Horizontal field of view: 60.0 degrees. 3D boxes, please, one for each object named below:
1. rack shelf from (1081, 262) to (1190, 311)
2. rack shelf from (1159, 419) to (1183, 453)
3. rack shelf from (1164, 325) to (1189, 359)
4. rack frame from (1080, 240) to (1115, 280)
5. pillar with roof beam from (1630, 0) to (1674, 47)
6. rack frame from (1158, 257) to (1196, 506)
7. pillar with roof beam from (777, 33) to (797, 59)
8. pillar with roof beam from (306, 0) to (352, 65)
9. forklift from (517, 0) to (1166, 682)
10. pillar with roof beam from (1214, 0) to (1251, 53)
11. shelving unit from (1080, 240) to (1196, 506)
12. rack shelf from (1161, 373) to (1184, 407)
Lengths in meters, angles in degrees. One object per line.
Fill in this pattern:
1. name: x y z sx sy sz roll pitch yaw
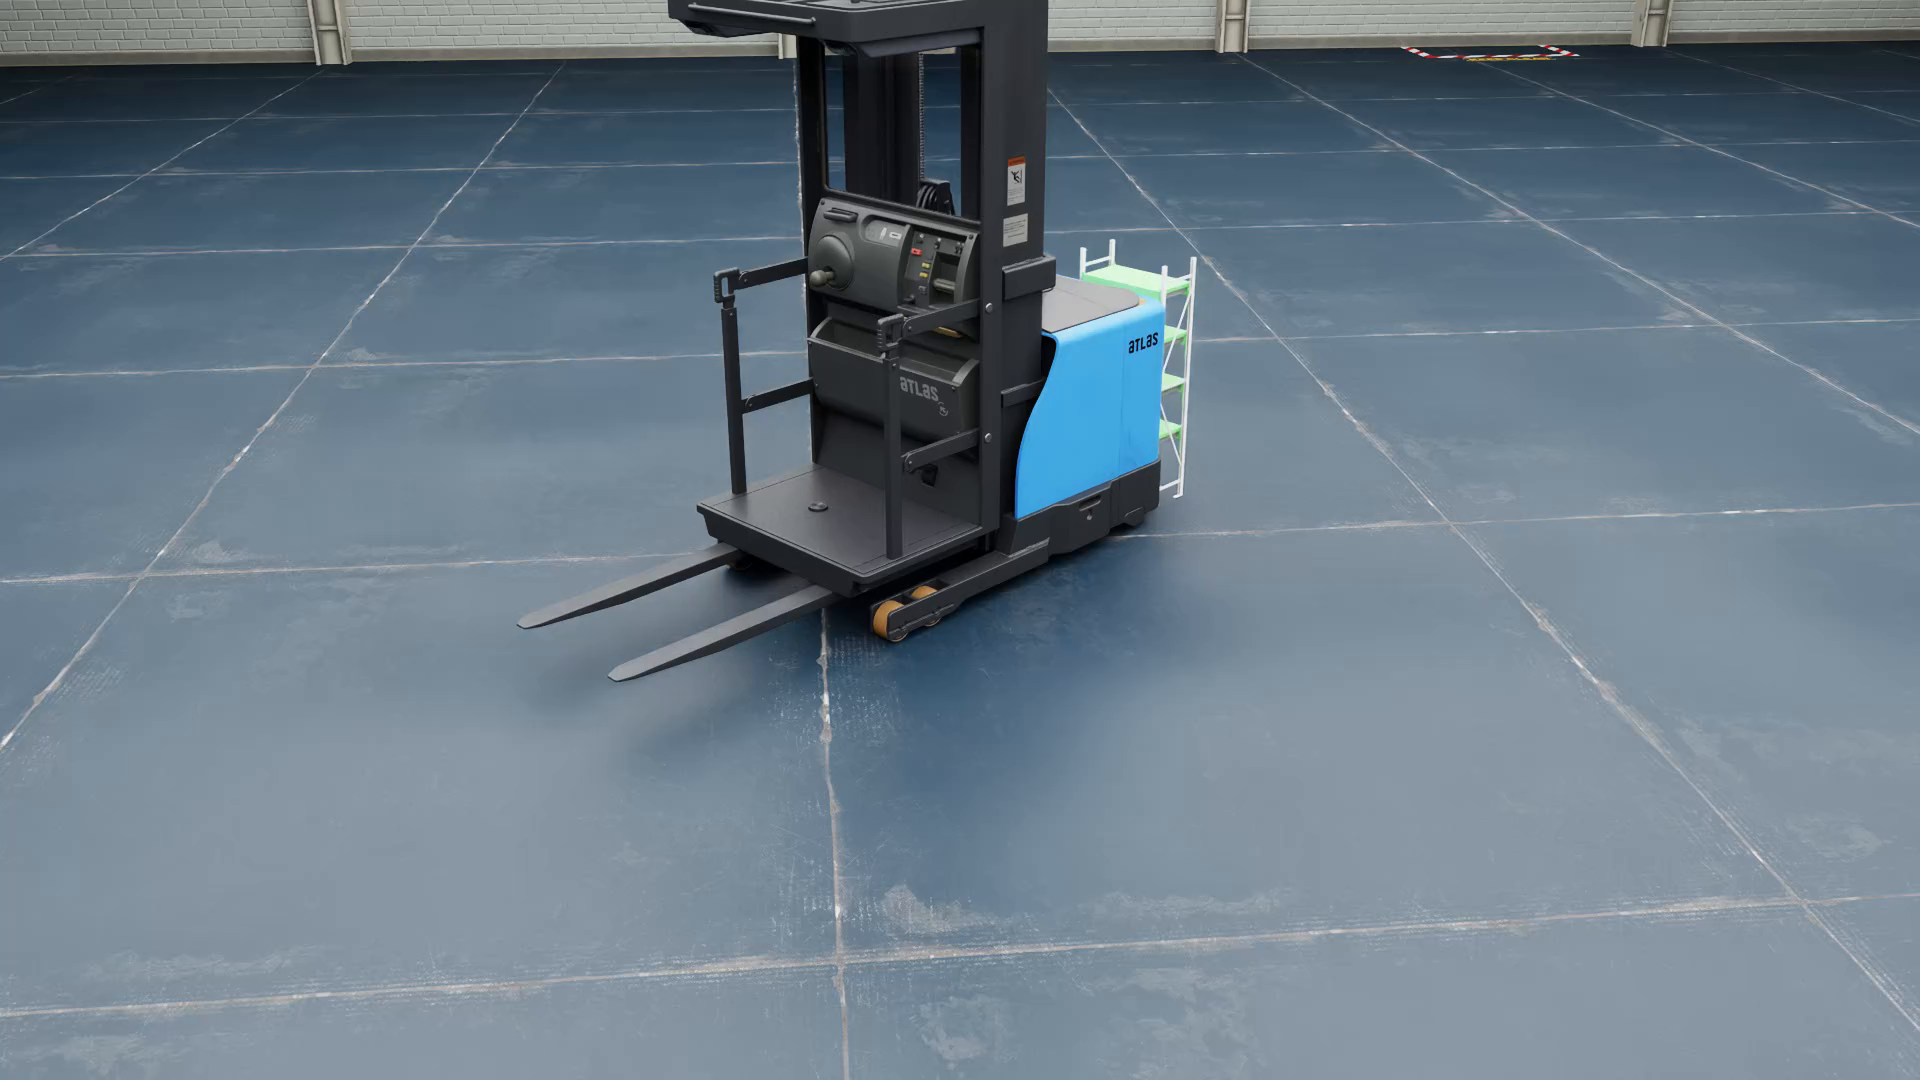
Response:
1. rack shelf: 0.839 -1.186 7.916 0.480 0.148 0.258 22 32 40
2. rack shelf: 0.839 -0.528 8.208 0.480 0.148 0.258 22 32 40
3. rack shelf: 0.839 -0.966 8.014 0.480 0.148 0.258 22 32 40
4. rack frame: 0.664 -0.875 8.240 0.015 1.200 0.240 22 32 40
5. pillar with roof beam: 10.124 -9.353 17.713 0.400 9.000 9.100 -2 24 -5
6. rack frame: 1.014 -0.737 7.930 0.015 1.200 0.240 22 32 40
7. pillar with roof beam: -1.818 -8.874 16.635 0.400 9.000 9.100 -2 24 -5
8. pillar with roof beam: -7.789 -8.634 16.096 0.400 9.000 9.100 -2 24 -5
9. forklift: -0.435 -1.157 6.746 1.130 2.935 3.031 22 32 40
10. pillar with roof beam: 4.153 -9.113 17.174 0.400 9.000 9.100 -2 24 -5
11. shelving unit: 0.839 -0.806 8.085 0.503 1.200 0.258 22 32 40
12. rack shelf: 0.839 -0.747 8.111 0.480 0.148 0.258 22 32 40
